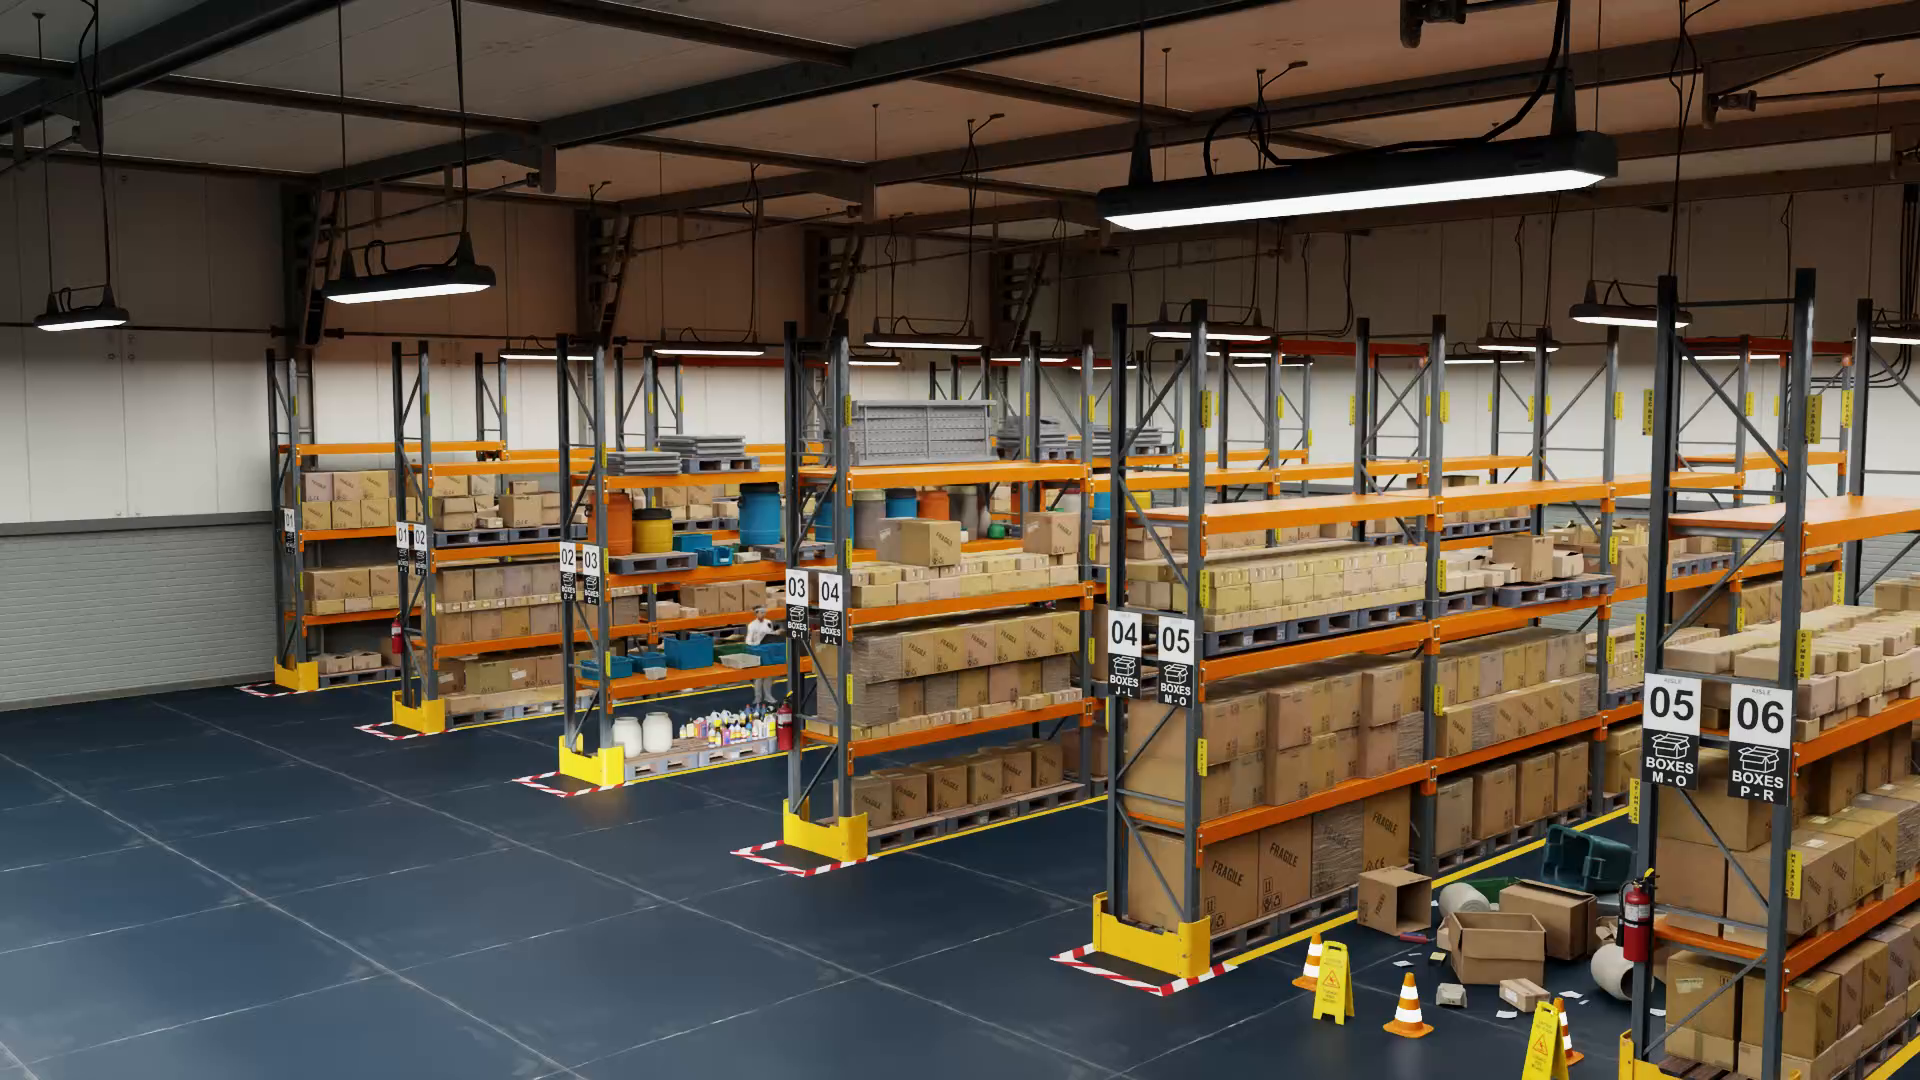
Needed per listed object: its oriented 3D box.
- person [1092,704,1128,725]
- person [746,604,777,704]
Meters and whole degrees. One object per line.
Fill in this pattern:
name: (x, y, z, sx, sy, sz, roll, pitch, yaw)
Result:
person: (2.340, 2.105, 26.034, 0.422, 1.595, 1.064, 4, 7, 42)
person: (-3.306, 1.902, 27.866, 0.581, 1.696, 0.326, -2, 5, -26)
